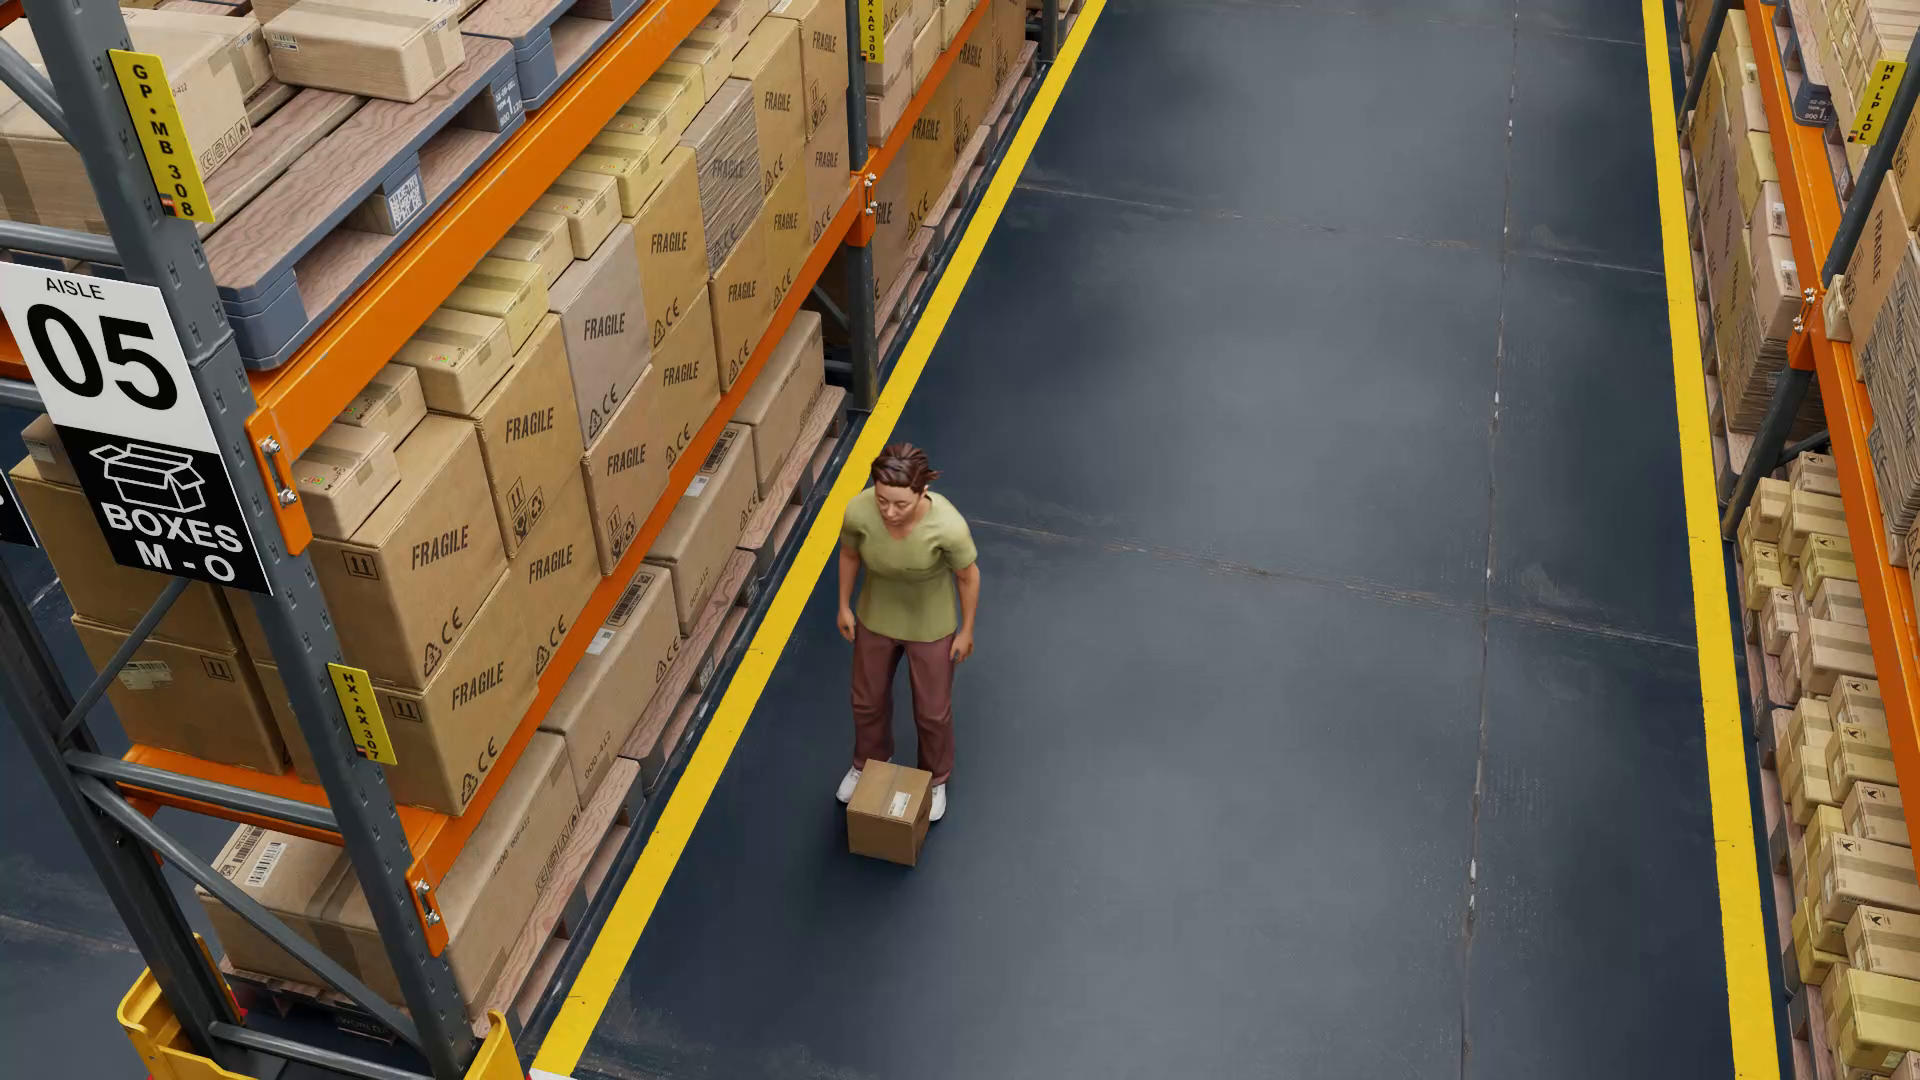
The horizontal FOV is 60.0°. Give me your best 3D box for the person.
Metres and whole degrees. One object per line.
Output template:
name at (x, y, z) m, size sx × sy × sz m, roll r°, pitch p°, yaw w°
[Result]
person at (-0.190, 0.306, 5.809) m, size 0.502 × 1.673 × 0.352 m, roll 11°, pitch 42°, yaw 12°
